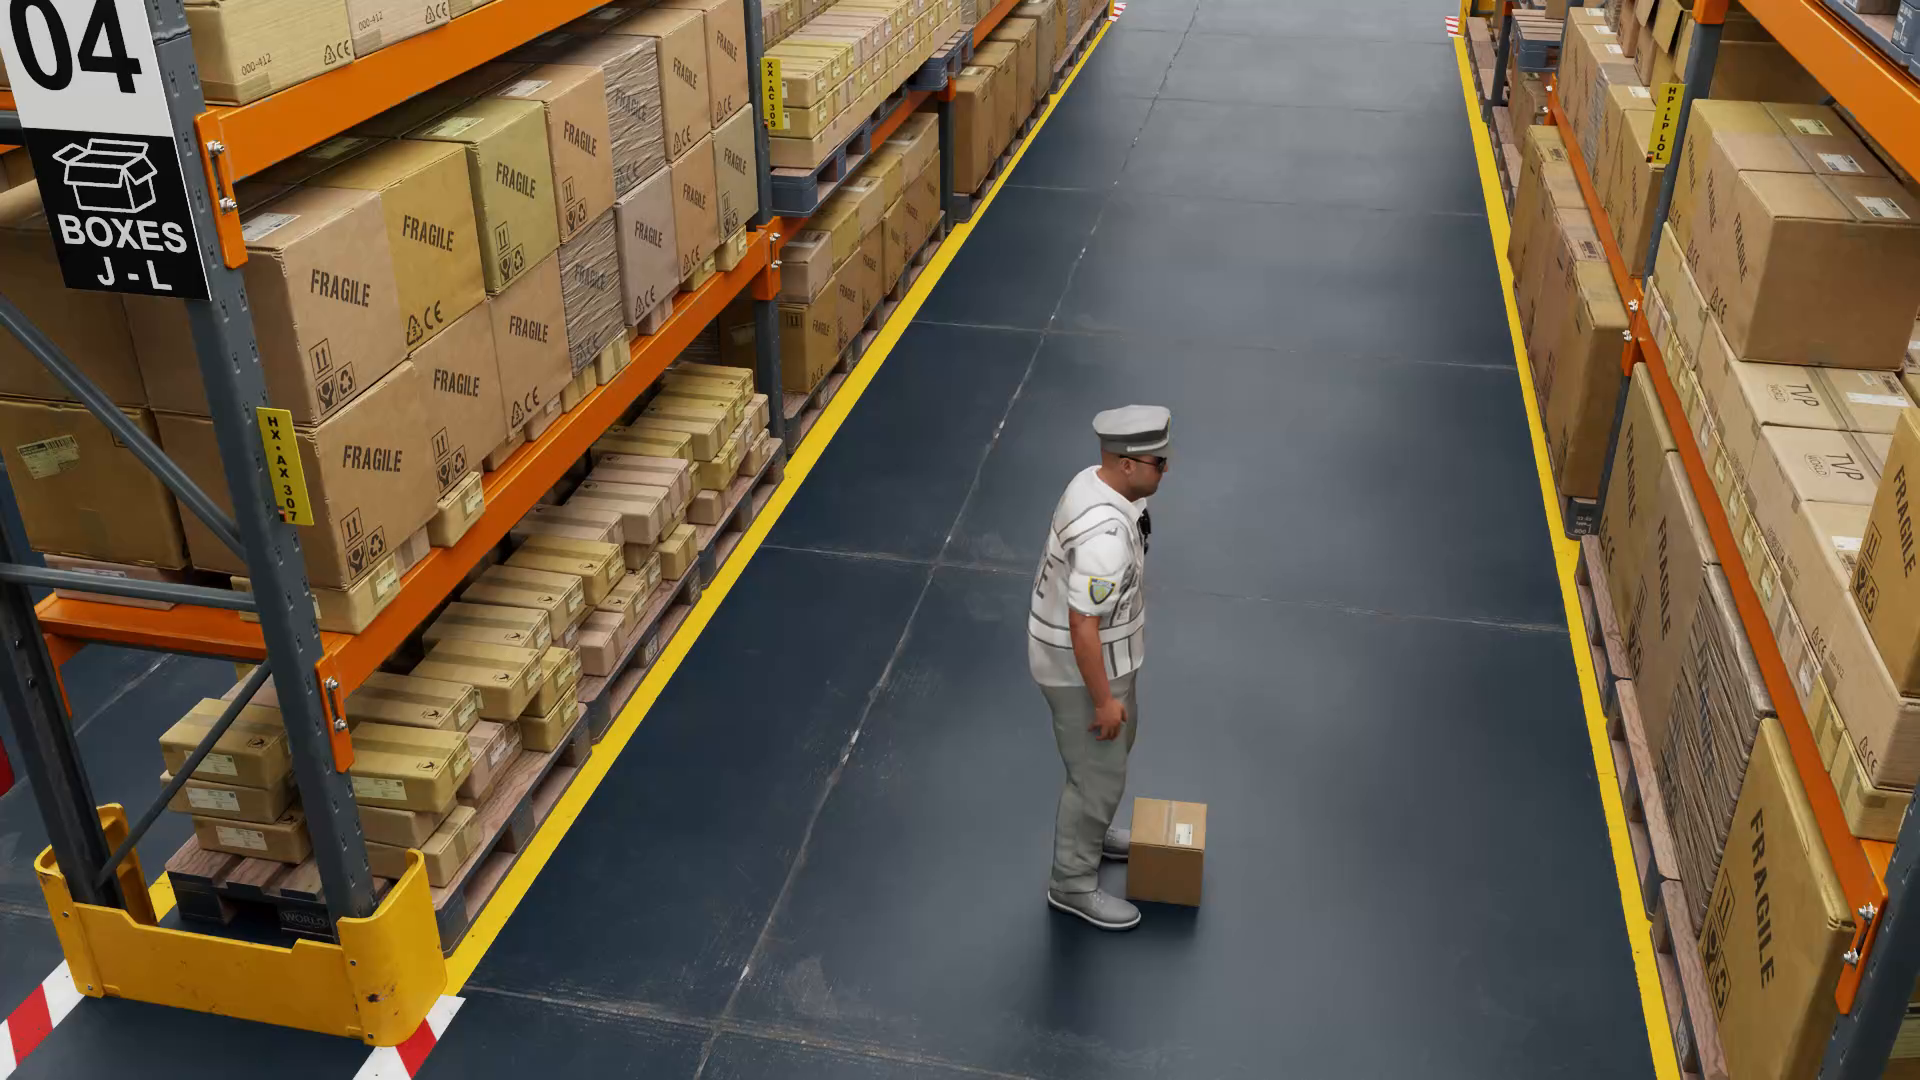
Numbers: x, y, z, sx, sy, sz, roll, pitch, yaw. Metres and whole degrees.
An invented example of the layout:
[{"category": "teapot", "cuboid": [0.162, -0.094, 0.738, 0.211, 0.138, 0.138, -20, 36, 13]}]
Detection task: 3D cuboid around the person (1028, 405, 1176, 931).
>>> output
[{"category": "person", "cuboid": [0.439, 0.387, 5.405, 0.432, 1.750, 0.606, 4, 29, 8]}]
